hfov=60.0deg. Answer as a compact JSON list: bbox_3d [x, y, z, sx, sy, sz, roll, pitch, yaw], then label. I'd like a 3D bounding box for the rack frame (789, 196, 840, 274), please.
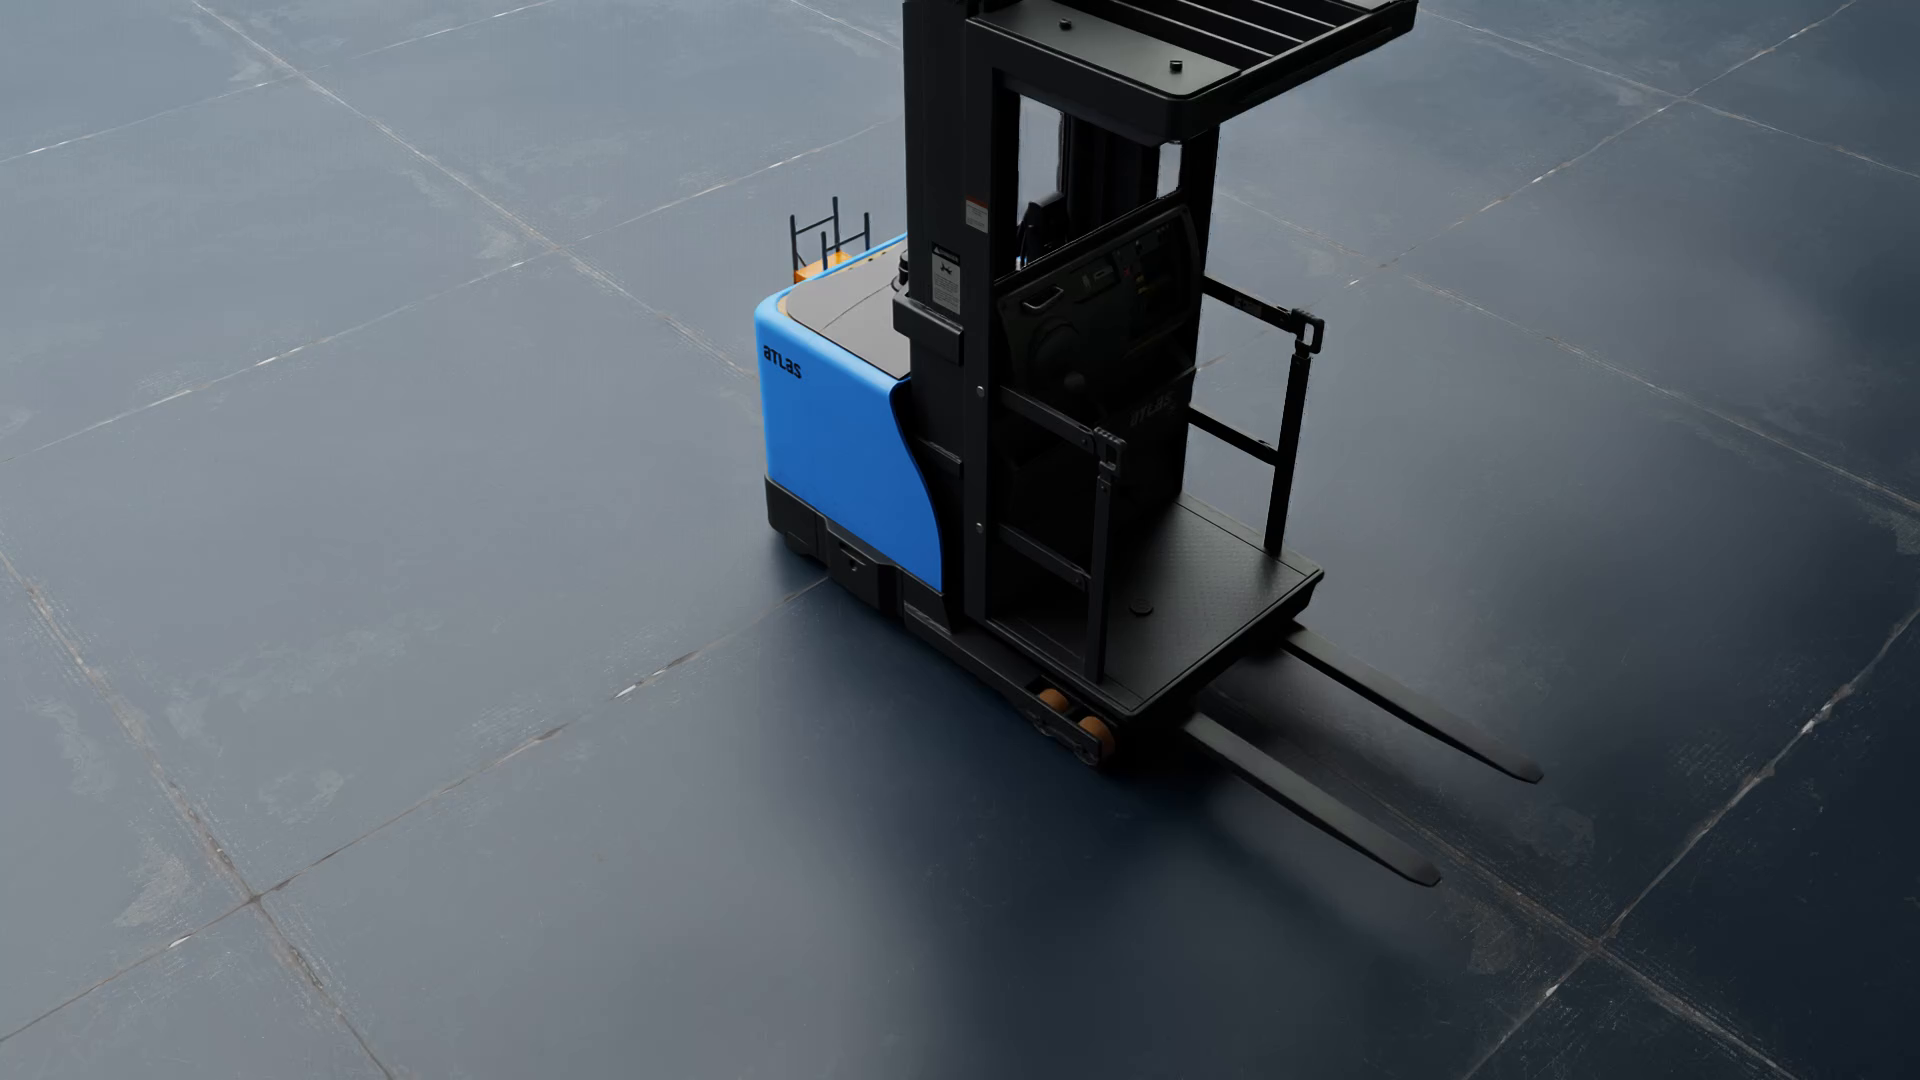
[{"bbox_3d":[-0.567,-0.827,6.819,0.240,1.200,0.006,-32,49,-33],"label":"rack frame"}]

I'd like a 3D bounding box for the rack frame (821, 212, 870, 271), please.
[{"bbox_3d":[-0.439,-0.745,6.718,0.240,1.200,0.006,-32,49,-33],"label":"rack frame"}]

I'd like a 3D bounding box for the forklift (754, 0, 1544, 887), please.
[{"bbox_3d":[0.615,-0.730,5.321,1.130,2.935,3.031,-32,49,-33],"label":"forklift"}]

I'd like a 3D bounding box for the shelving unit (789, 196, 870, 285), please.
[{"bbox_3d":[-0.503,-0.786,6.769,0.258,1.200,0.189,-32,49,-33],"label":"shelving unit"}]

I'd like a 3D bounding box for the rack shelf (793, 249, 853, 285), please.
[{"bbox_3d":[-0.503,-1.032,6.570,0.258,0.103,0.180,-32,49,-33],"label":"rack shelf"}]
